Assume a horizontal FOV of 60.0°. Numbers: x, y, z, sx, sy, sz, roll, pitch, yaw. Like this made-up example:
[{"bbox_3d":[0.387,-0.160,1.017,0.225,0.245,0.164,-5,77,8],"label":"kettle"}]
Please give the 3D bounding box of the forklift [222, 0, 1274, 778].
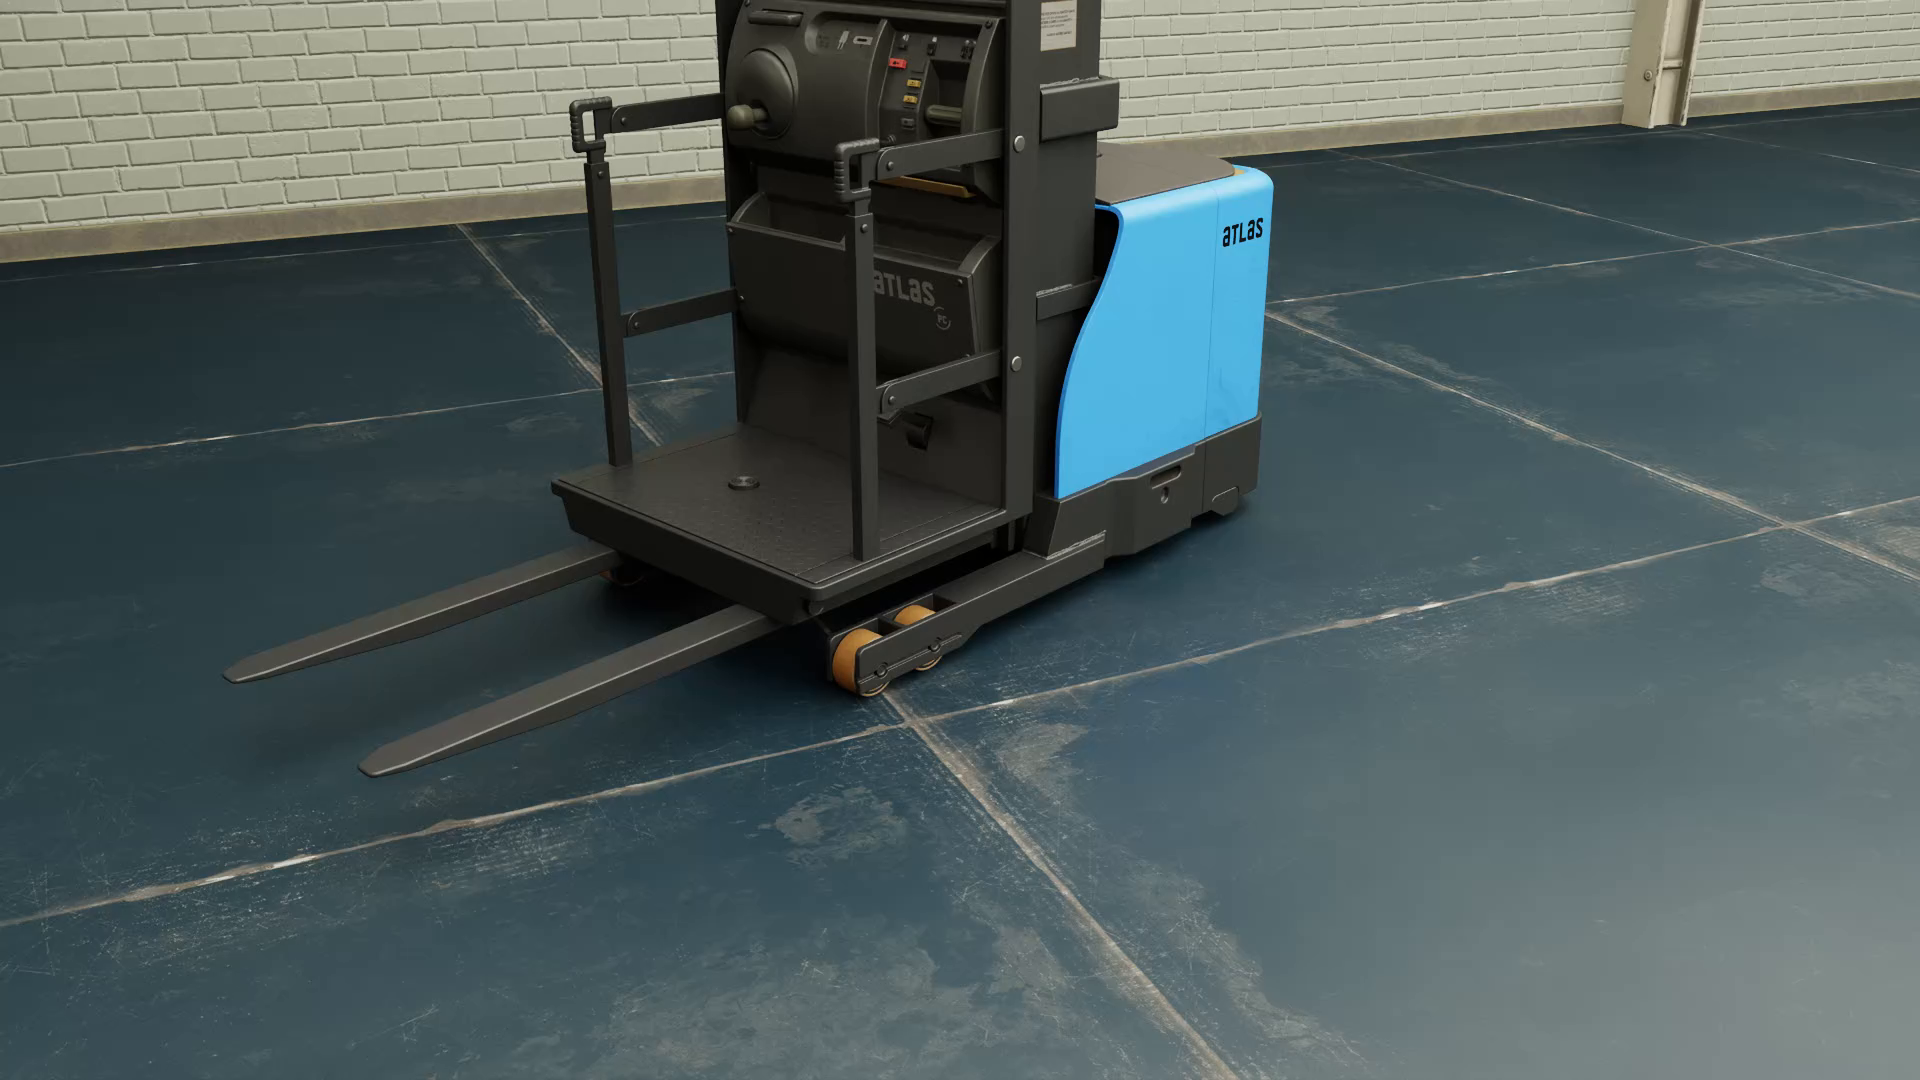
[{"bbox_3d":[-0.413,-1.182,4.131,1.130,2.935,3.031,19,29,39],"label":"forklift"}]
